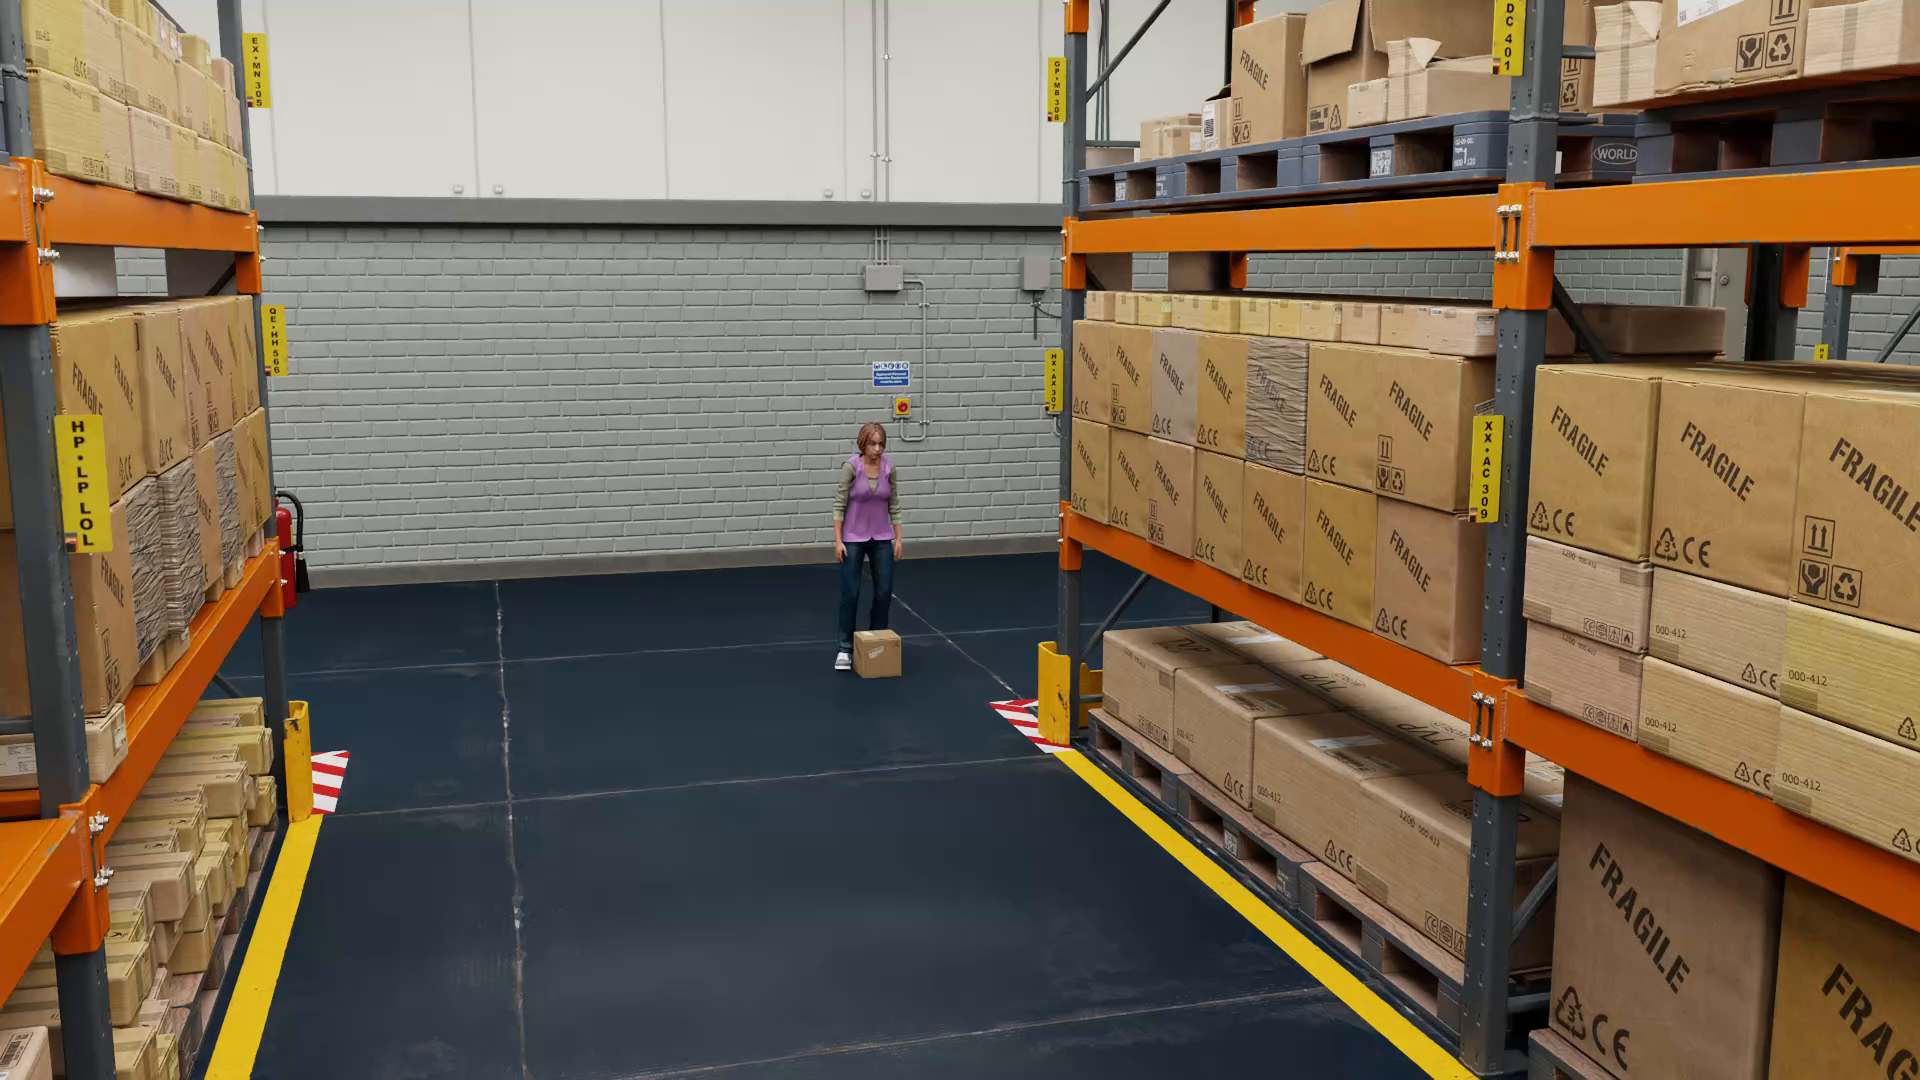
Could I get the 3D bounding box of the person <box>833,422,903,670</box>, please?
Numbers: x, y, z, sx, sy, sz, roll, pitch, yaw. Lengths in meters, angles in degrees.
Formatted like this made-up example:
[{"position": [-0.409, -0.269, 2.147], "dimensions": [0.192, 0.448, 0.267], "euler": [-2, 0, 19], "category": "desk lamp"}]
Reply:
[{"position": [-0.594, 0.031, 10.731], "dimensions": [0.484, 1.592, 0.375], "euler": [-3, 10, -19], "category": "person"}]
